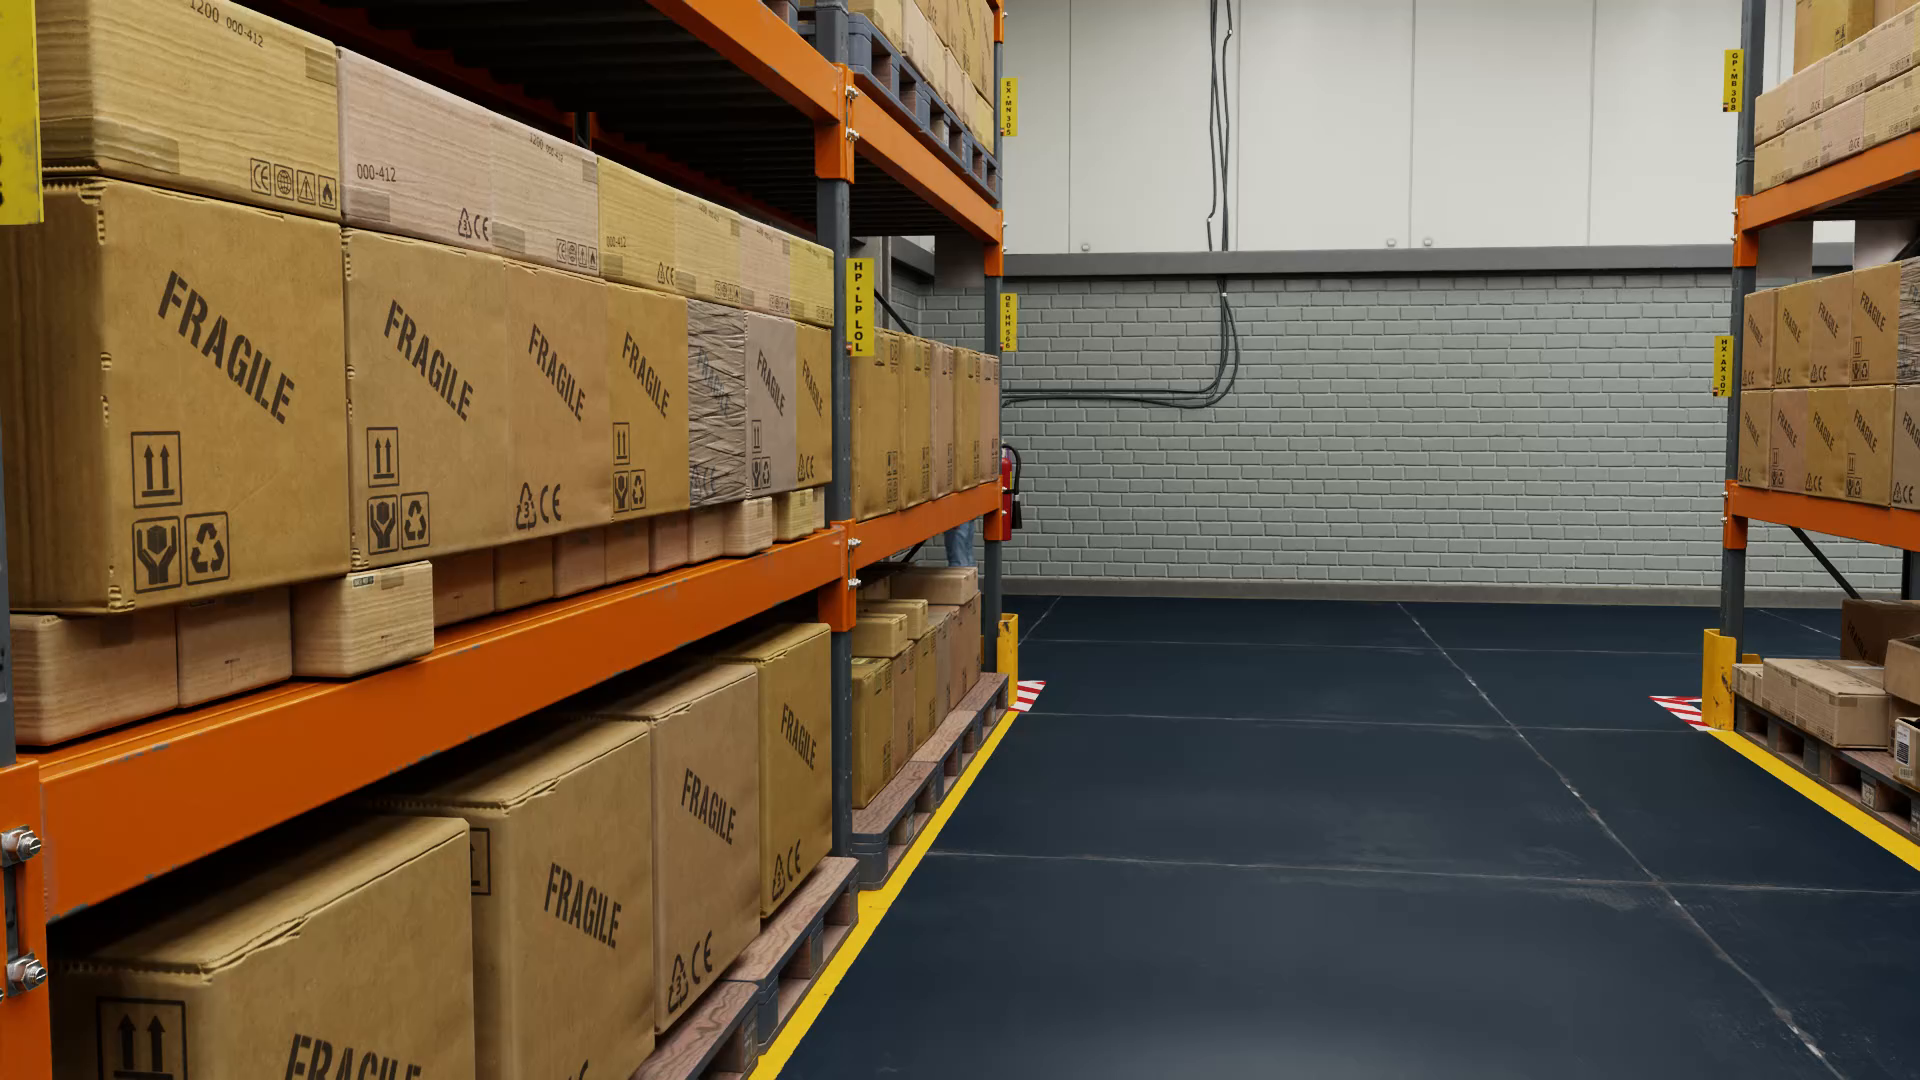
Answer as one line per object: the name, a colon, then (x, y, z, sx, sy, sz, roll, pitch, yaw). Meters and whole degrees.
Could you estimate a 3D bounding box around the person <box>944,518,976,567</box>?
person: (-0.018, -0.245, 13.615, 0.385, 1.782, 0.669, 1, 5, 12)
